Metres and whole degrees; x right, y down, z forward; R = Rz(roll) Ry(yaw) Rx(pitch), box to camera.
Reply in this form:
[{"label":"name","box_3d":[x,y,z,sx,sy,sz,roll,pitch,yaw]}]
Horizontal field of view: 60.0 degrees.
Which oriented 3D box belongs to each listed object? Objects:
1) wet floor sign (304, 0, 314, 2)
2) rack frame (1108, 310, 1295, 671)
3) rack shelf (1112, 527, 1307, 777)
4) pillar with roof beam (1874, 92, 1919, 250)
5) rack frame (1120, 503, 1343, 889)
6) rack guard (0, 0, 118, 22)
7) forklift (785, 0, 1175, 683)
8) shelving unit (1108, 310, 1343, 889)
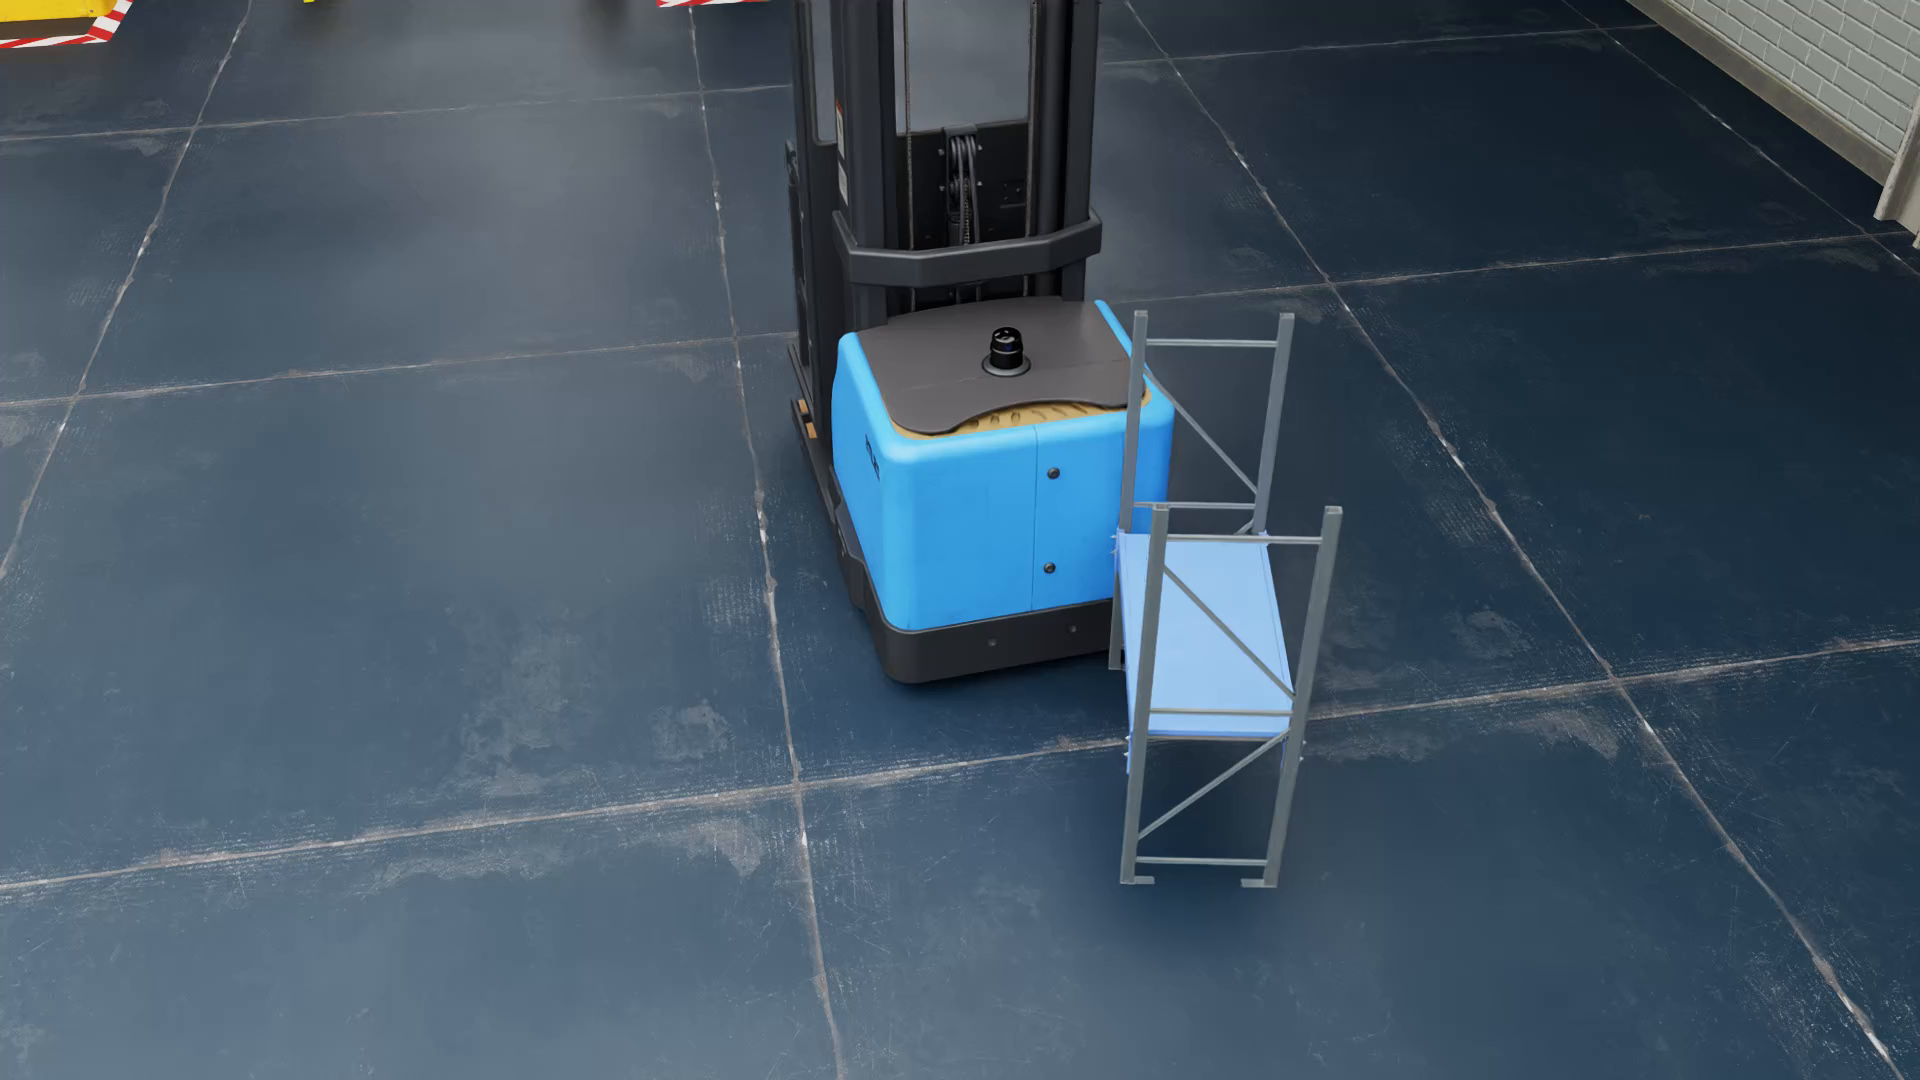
[{"label":"wet floor sign","box_3d":[-4.471,-4.083,11.480,0.267,0.644,0.232,-13,40,-16]},{"label":"rack frame","box_3d":[0.797,-0.116,5.676,0.500,1.500,0.032,1,38,2]},{"label":"rack shelf","box_3d":[0.780,0.338,5.385,0.538,0.185,1.000,1,38,2]},{"label":"pillar with roof beam","box_3d":[0.896,-4.746,5.524,9.100,9.000,0.400,-6,38,-8]},{"label":"rack frame","box_3d":[0.763,0.508,4.874,0.500,1.500,0.032,1,38,2]},{"label":"rack guard","box_3d":[-6.421,-3.816,11.254,1.175,0.500,0.348,-6,38,-8]},{"label":"forklift","box_3d":[-0.118,-1.551,6.357,1.130,2.935,3.031,-9,39,-11]},{"label":"shelving unit","box_3d":[0.780,0.196,5.275,0.538,1.500,1.048,1,38,2]}]
